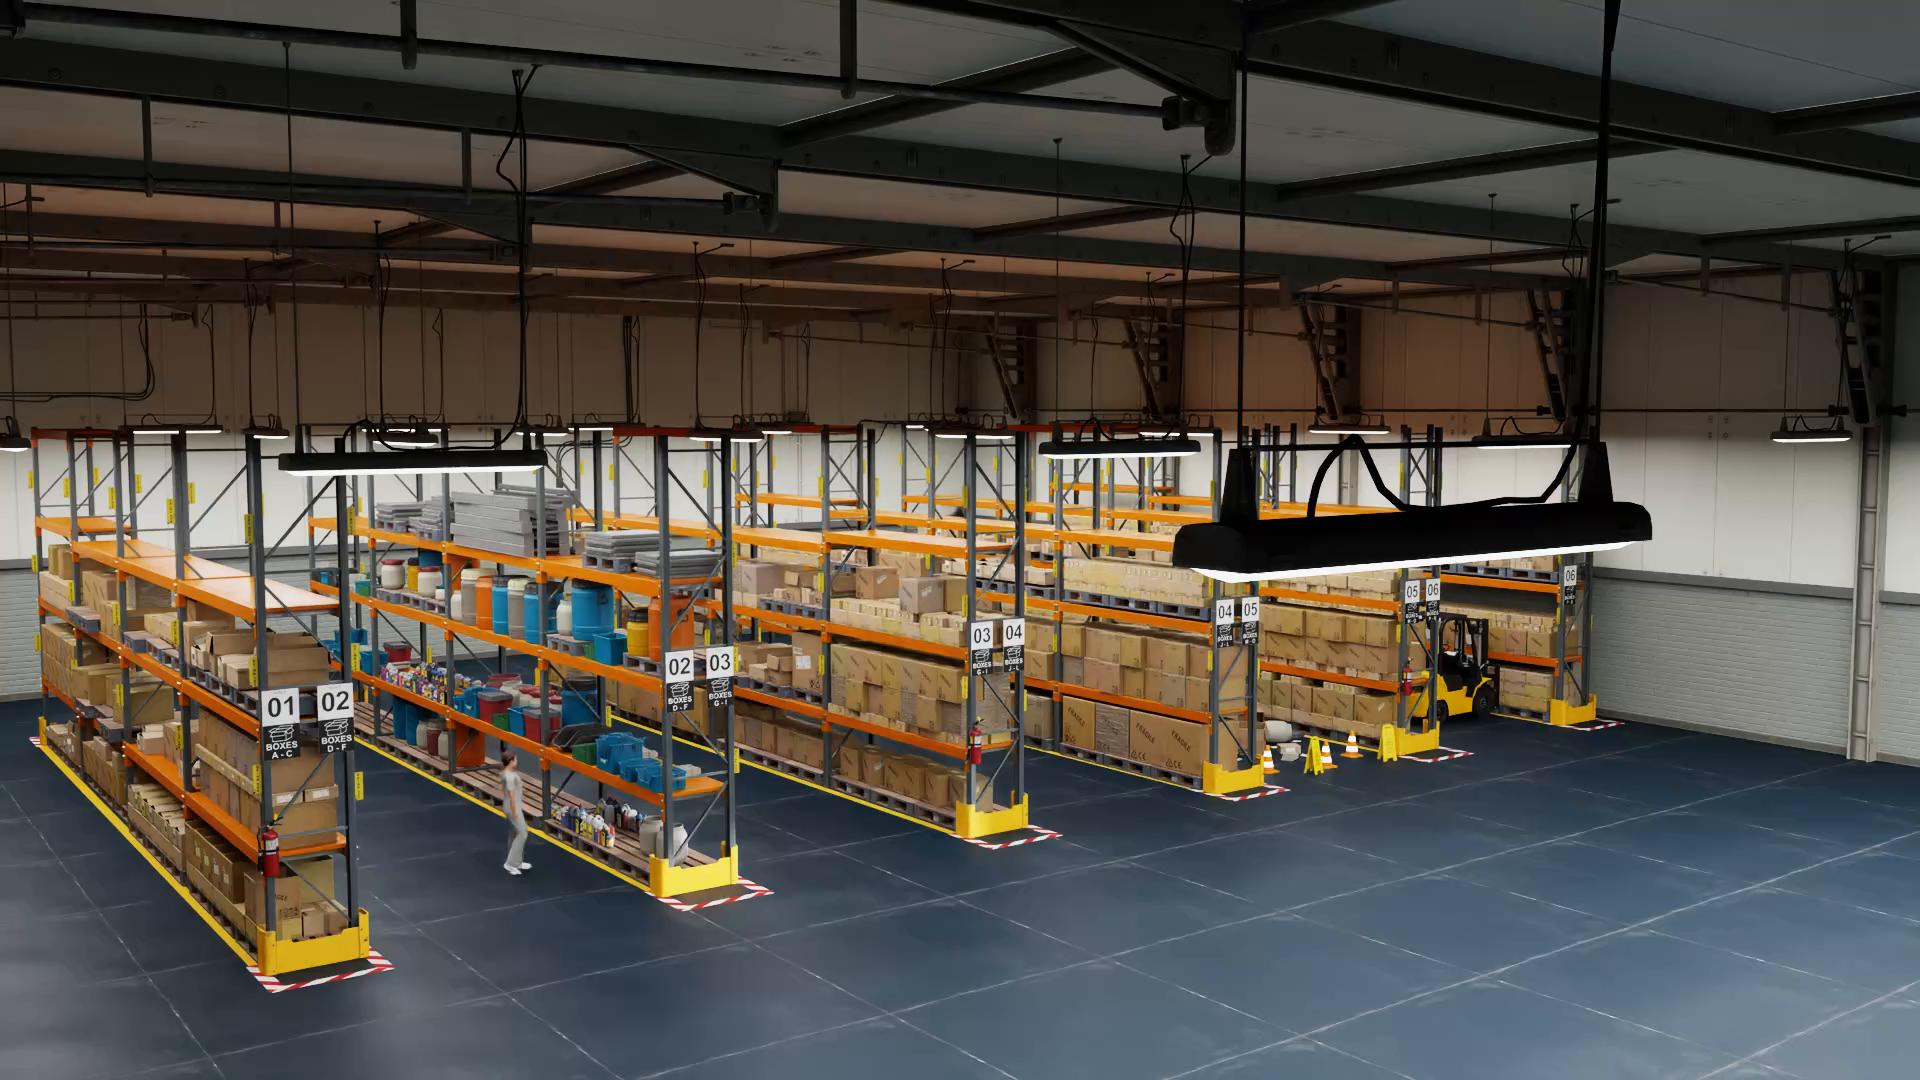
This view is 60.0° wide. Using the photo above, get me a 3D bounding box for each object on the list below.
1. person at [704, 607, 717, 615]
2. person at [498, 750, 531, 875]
[{"bbox_3d":[-6.351,2.214,42.353,0.364,1.605,0.464,3,6,37],"label":"person"},{"bbox_3d":[-6.125,3.734,22.835,0.429,1.717,0.497,-1,5,-16],"label":"person"}]
